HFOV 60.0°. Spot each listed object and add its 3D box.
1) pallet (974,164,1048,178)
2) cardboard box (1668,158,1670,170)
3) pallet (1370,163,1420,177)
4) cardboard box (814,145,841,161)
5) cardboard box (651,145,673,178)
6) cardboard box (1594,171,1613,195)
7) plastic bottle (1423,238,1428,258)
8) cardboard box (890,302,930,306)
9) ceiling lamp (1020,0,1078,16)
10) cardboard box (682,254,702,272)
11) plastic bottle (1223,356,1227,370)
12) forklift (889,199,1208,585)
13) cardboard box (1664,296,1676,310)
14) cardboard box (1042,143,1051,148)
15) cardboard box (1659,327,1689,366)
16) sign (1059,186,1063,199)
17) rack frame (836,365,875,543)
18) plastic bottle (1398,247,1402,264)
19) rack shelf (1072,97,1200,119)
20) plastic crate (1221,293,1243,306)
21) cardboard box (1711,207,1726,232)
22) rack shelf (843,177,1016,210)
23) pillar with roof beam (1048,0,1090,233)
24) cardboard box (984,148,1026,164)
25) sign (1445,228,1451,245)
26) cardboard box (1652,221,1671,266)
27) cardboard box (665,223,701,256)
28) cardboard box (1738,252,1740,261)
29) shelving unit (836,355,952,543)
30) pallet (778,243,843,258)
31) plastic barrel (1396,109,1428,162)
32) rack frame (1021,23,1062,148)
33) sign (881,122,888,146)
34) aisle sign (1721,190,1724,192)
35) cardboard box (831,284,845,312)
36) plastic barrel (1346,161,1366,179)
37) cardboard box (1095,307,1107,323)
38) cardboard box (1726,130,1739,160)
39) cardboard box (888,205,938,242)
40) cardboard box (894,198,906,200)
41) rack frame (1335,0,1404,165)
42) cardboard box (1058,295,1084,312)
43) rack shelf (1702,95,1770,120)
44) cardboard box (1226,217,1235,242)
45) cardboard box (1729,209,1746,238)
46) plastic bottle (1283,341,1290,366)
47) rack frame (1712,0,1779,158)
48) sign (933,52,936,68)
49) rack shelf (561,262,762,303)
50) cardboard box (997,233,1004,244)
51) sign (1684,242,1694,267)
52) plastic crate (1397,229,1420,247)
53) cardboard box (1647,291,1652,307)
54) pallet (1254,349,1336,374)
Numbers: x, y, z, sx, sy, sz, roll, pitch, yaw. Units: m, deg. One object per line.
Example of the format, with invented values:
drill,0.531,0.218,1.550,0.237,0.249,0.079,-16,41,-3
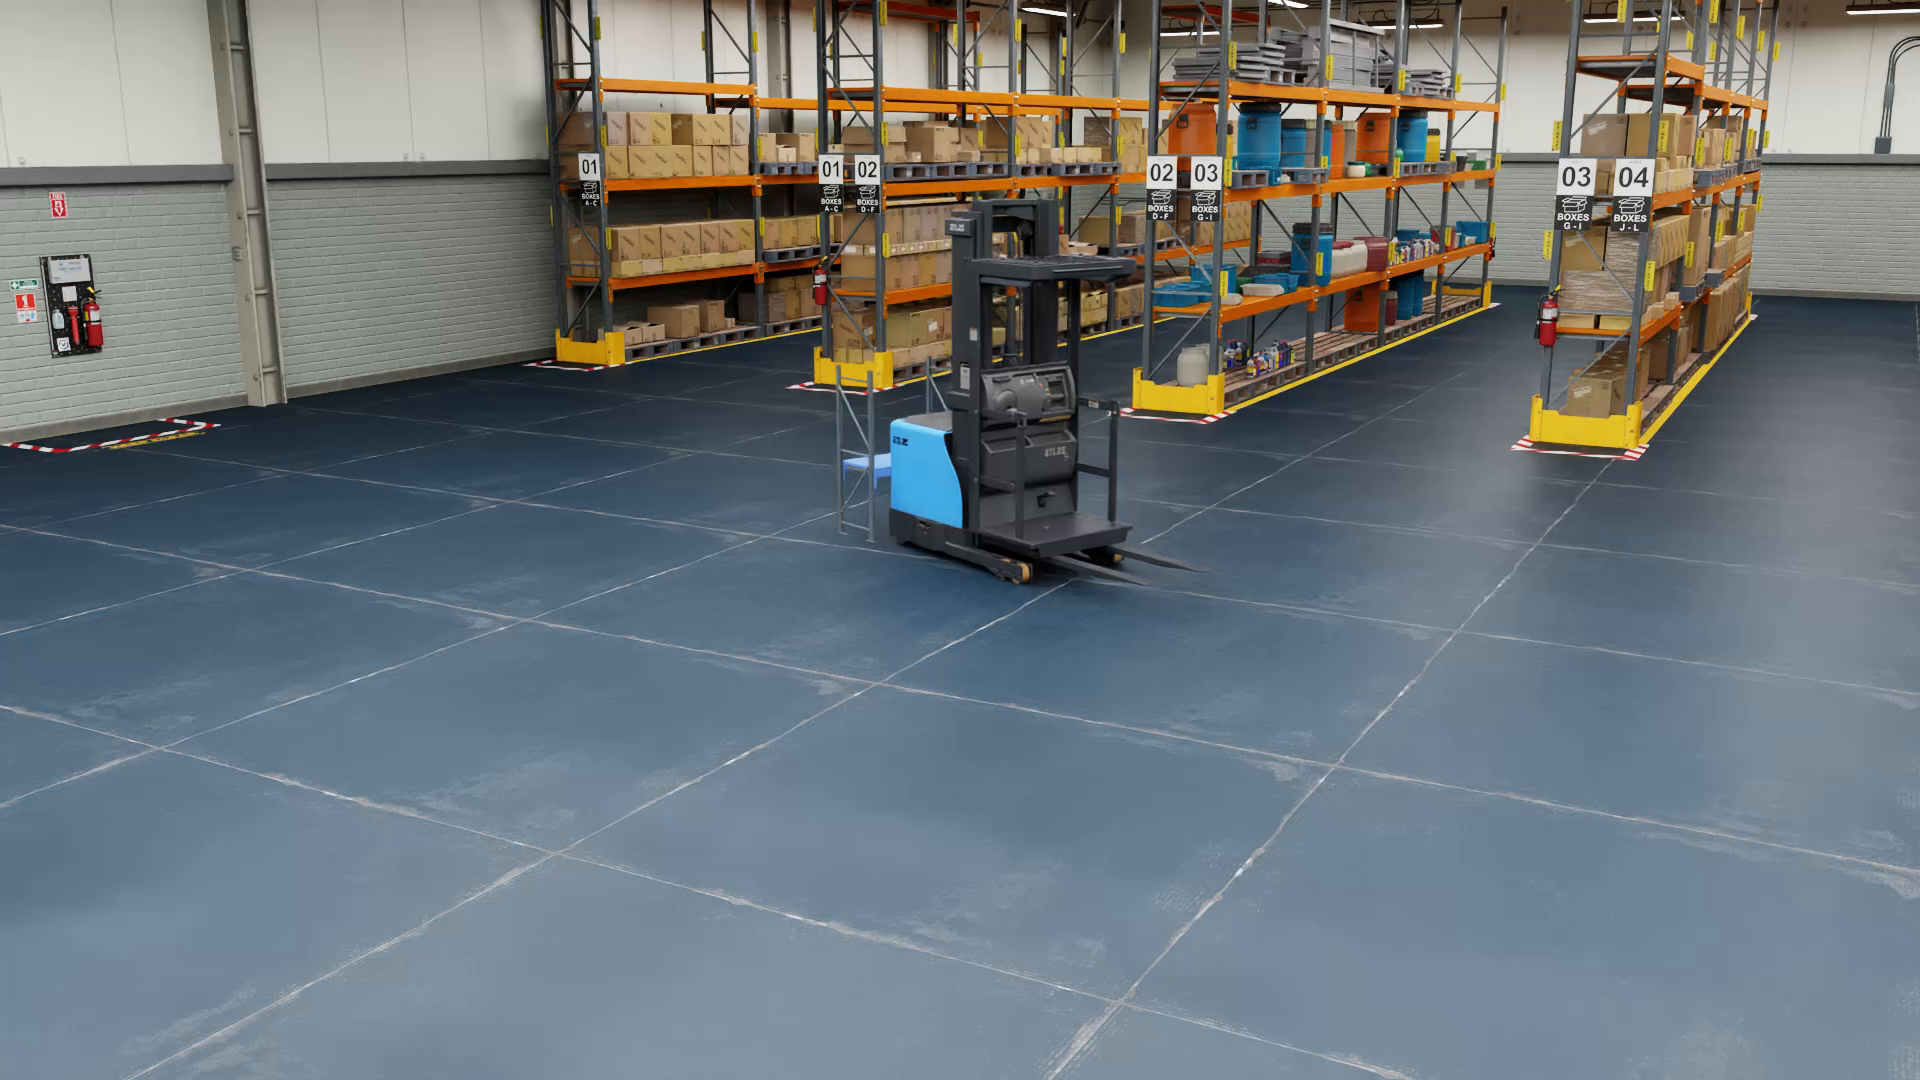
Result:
pallet,0.838,-6.058,27.271,0.805,0.209,1.217,7,15,26
cardboard box,8.154,-4.439,19.616,0.380,0.149,0.250,7,15,26
pallet,7.147,-6.282,28.192,1.003,0.211,1.213,7,15,28
cardboard box,-2.689,-7.154,31.146,0.797,0.503,0.637,10,17,36
cardboard box,-4.930,-6.020,26.450,0.500,0.500,0.500,8,16,31
cardboard box,7.170,-4.080,18.976,0.500,0.250,0.500,8,16,29
plastic bottle,8.467,-5.340,30.390,0.144,0.351,0.185,7,15,28
cardboard box,-0.798,-3.375,25.503,0.500,0.500,0.500,7,15,28
ceiling lamp,2.005,-11.977,32.560,0.800,3.185,2.000,7,15,28
cardboard box,-4.599,-4.567,27.354,0.500,0.250,0.500,8,15,29
plastic bottle,3.744,-2.515,23.596,0.097,0.201,0.097,0,14,0
forklift,0.692,-1.208,13.290,1.130,2.935,3.031,-10,17,-37
cardboard box,8.921,-3.029,21.235,0.380,0.149,0.250,7,15,28
cardboard box,1.764,-8.991,38.237,0.500,0.250,0.500,8,16,30
cardboard box,10.196,-2.835,24.287,0.700,0.500,0.500,9,16,33
sign,2.354,-8.147,38.950,0.100,0.325,0.005,7,15,28
rack frame,-0.908,-0.750,14.442,0.032,1.500,0.500,-11,18,-39
plastic bottle,7.623,-4.929,28.829,0.061,0.283,0.133,7,15,28
rack shelf,3.324,-8.114,31.377,1.077,0.370,4.000,7,15,28
plastic crate,3.538,-3.147,21.749,0.298,0.136,0.250,7,15,28
cardboard box,12.317,-5.294,27.737,0.797,0.503,0.637,8,15,29
rack shelf,-0.544,-5.209,24.874,1.077,0.370,4.000,7,15,28
pillar with roof beam,6.203,-10.614,39.358,9.100,9.000,0.548,7,15,28
cardboard box,0.729,-6.225,26.980,0.500,0.250,0.500,9,16,34
sign,9.106,-5.662,31.028,0.100,0.325,0.005,7,15,28
cardboard box,8.152,-3.533,19.805,0.500,0.500,0.500,7,15,28
cardboard box,-4.613,-4.929,27.254,0.500,0.500,0.500,8,16,30
cardboard box,13.649,-5.038,29.565,0.380,0.149,0.250,8,16,30
shelving unit,-0.521,-0.827,14.762,1.048,1.500,0.538,-11,18,-39
pallet,-2.902,-5.388,30.891,1.003,0.211,1.213,7,15,28
plastic barrel,7.934,-7.129,29.336,0.600,0.901,0.708,7,15,28
rack frame,1.886,-10.450,38.677,1.000,3.000,0.127,7,15,28
sign,-1.028,-5.547,22.710,0.100,0.325,0.005,7,15,28
aisle sign,14.666,-7.162,32.294,0.394,0.787,0.004,7,15,28
cardboard box,-2.635,-4.644,31.793,0.700,0.500,0.500,7,15,28
plastic barrel,6.281,-5.873,26.389,0.301,0.262,0.301,0,14,0
cardboard box,2.316,-4.063,29.958,0.500,0.250,0.500,8,16,29
cardboard box,13.286,-6.956,29.263,0.700,0.500,0.500,6,15,25
cardboard box,-0.756,-4.686,24.591,0.700,0.500,0.500,7,15,28
cardboard box,-1.239,-6.897,34.251,0.500,0.250,0.500,7,15,27
rack frame,6.691,-7.686,27.213,1.000,3.000,0.127,7,15,28
cardboard box,1.827,-4.125,29.020,0.500,0.311,0.500,7,15,28
rack shelf,13.927,-7.811,30.123,1.077,0.370,4.000,7,15,28
cardboard box,5.509,-6.587,35.241,0.500,0.500,0.500,7,15,27
cardboard box,13.661,-5.635,29.590,0.500,0.500,0.500,7,15,28
plastic bottle,4.698,-2.710,24.088,0.144,0.351,0.185,7,15,27
rack frame,14.894,-8.766,31.693,1.000,3.000,0.127,7,15,28
sign,-0.522,-10.228,35.427,0.100,0.325,0.005,7,15,28
rack shelf,-4.882,-4.311,27.550,1.077,0.370,4.000,7,15,28
cardboard box,0.479,-4.795,26.423,0.380,0.149,0.250,7,15,28
sign,9.572,-3.748,21.835,0.100,0.325,0.005,7,15,28
plastic crate,8.552,-5.746,31.873,0.392,0.384,0.575,7,15,28
cardboard box,7.866,-3.084,20.076,0.875,0.500,0.500,7,15,28
pallet,5.103,-2.759,25.526,1.003,0.211,1.213,7,15,28
